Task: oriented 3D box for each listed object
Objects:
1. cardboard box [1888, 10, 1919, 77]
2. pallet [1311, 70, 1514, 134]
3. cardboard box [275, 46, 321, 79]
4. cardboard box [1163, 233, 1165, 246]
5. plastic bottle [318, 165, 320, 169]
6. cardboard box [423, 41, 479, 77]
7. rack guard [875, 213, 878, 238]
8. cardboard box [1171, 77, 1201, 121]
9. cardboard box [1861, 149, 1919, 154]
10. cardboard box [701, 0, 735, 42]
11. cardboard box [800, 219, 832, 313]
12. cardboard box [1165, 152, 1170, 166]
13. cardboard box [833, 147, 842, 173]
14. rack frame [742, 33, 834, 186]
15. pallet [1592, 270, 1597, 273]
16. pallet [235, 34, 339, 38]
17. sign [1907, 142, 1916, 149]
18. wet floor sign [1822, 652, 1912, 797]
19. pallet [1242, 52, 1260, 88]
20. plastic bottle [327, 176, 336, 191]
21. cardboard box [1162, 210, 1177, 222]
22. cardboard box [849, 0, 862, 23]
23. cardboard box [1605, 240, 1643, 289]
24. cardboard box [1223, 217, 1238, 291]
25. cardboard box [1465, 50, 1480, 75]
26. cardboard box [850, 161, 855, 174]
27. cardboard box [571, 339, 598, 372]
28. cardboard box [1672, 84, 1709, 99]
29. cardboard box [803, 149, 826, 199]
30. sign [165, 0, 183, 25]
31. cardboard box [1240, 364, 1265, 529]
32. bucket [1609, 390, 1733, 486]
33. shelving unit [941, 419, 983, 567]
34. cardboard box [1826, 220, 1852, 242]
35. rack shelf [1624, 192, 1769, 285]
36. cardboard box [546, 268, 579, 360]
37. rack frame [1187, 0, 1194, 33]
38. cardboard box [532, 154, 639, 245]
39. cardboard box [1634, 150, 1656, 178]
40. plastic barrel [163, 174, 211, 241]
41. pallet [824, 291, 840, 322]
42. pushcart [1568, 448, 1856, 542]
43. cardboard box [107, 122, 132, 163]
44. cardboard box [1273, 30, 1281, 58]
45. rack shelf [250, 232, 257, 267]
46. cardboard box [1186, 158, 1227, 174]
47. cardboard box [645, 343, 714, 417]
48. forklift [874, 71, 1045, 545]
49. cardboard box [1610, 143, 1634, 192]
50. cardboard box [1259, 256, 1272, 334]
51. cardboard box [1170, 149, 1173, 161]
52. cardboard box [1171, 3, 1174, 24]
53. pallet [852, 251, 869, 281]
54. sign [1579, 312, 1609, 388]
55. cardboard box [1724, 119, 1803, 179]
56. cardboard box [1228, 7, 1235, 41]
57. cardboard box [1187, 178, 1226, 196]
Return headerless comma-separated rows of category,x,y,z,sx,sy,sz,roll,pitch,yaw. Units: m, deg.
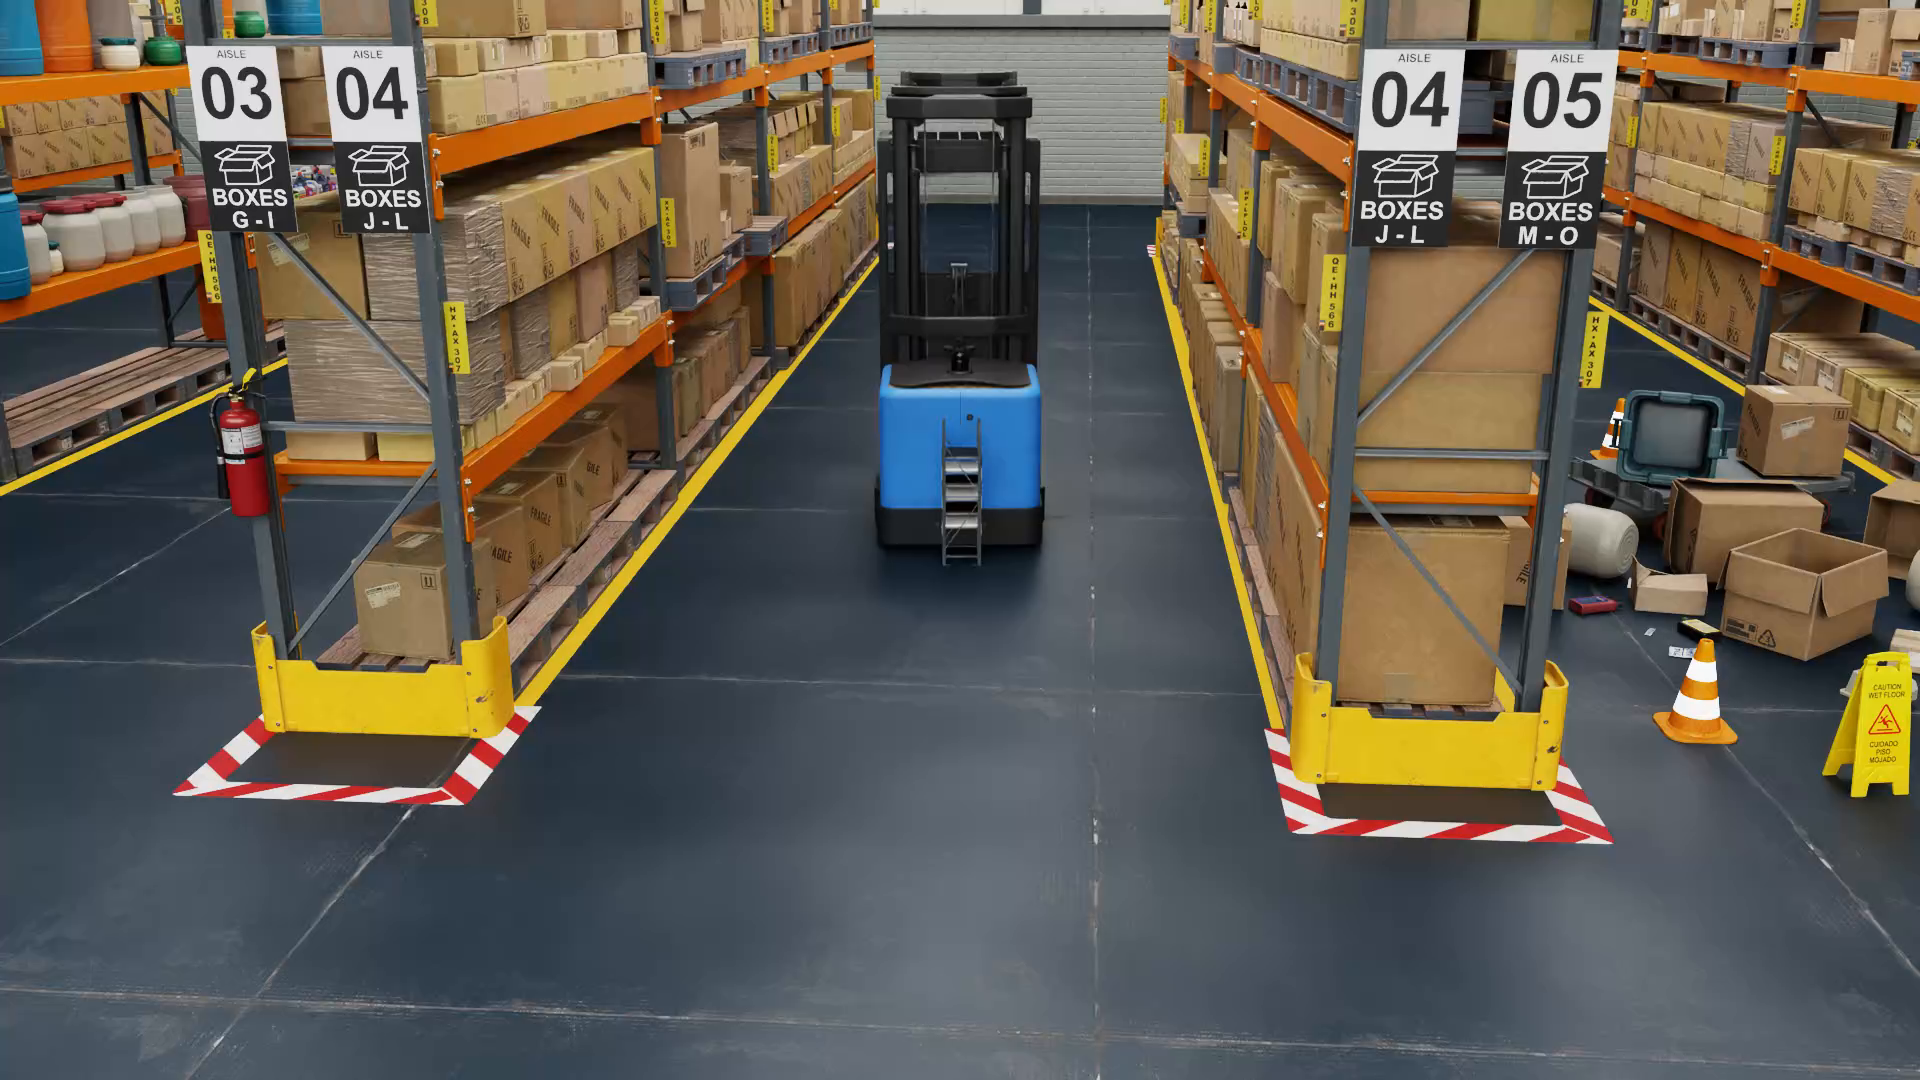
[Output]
cardboard box,7.564,-3.776,12.645,0.797,0.503,0.637,1,18,4
pallet,2.170,-1.984,7.485,1.003,0.211,1.213,1,18,4
cardboard box,-3.104,-2.149,7.447,0.380,0.149,0.250,1,18,4
cardboard box,2.917,-4.028,22.304,0.380,0.149,0.250,2,18,5
plastic bottle,-7.345,-4.190,19.080,0.061,0.283,0.133,1,18,4
cardboard box,-2.447,-2.214,7.647,0.380,0.149,0.250,2,18,5
rack guard,-1.664,-4.301,23.246,1.175,0.500,0.348,1,18,4
cardboard box,2.855,-5.393,20.322,0.500,0.500,0.500,1,18,2
cardboard box,7.890,-3.016,13.999,0.500,0.500,0.500,1,18,2
cardboard box,-2.101,-4.240,13.266,0.500,0.500,0.500,2,18,5
cardboard box,-2.042,-2.952,17.853,1.225,0.875,0.875,1,18,2
cardboard box,2.874,-4.964,21.659,0.380,0.149,0.250,1,18,2
cardboard box,-1.658,-4.449,19.447,0.500,0.250,0.500,1,18,3
rack frame,-1.953,-4.239,19.042,1.000,3.000,0.127,1,18,4
pallet,8.149,-3.307,20.676,1.003,0.211,1.213,1,18,4
pallet,-6.930,-5.087,17.117,1.003,0.211,1.213,1,18,4
sign,8.187,-3.279,14.380,0.100,0.325,0.005,1,18,4
wet floor sign,4.100,0.802,7.439,0.267,0.644,0.232,-2,18,-6
pallet,2.430,-3.233,11.461,0.805,0.209,1.217,1,18,2
plastic bottle,-6.658,-3.708,17.608,0.061,0.283,0.133,1,18,4
cardboard box,2.898,-4.312,22.213,0.380,0.149,0.250,0,18,1
cardboard box,-1.650,-7.039,21.774,0.700,0.500,0.500,0,18,1
cardboard box,8.084,-3.192,19.289,0.875,0.438,0.875,1,18,3
cardboard box,2.257,-2.142,12.481,0.500,0.500,0.500,1,18,4
cardboard box,2.507,-2.179,7.508,0.380,0.149,0.250,1,18,4
cardboard box,-1.507,-4.607,20.568,0.380,0.149,0.250,1,18,5
cardboard box,-2.371,-1.096,9.854,0.380,0.149,0.250,1,18,4
cardboard box,8.216,-5.021,18.621,0.380,0.149,0.250,2,18,5
cardboard box,-1.756,-3.982,18.096,0.500,0.500,0.500,2,18,6
sign,-3.365,-2.377,7.120,0.100,0.325,0.005,1,18,4
cardboard box,2.299,-0.608,10.700,0.875,0.875,0.875,2,18,5
bucket,4.704,-0.685,11.013,0.726,0.611,0.620,8,10,23
shelving unit,0.010,-0.294,10.375,0.258,0.900,0.210,0,18,-1
cardboard box,7.277,-2.503,13.473,0.380,0.149,0.250,1,18,4
rack shelf,7.788,-3.055,16.584,1.077,0.370,4.000,1,18,4
cardboard box,-2.704,-1.338,9.552,0.875,0.500,0.500,1,18,4
rack frame,2.987,-6.948,17.675,1.000,3.000,0.127,1,18,4
cardboard box,-2.319,-2.117,10.323,0.500,0.500,0.500,1,18,4
cardboard box,7.619,-4.054,17.915,0.500,0.250,0.500,1,18,2
plastic barrel,-6.911,-3.021,15.107,0.600,0.536,0.708,1,18,4
pallet,-1.933,-2.673,18.740,1.003,0.211,1.213,1,18,4
pushcart,5.081,-0.322,11.301,1.648,0.377,0.936,-5,19,-15
cardboard box,-11.382,-5.290,22.089,0.500,0.500,0.500,1,18,4
cardboard box,1.994,-2.824,9.476,0.380,0.149,0.250,1,18,3
rack shelf,-7.036,-3.387,17.596,1.077,0.370,4.000,1,18,4
cardboard box,2.299,-3.458,15.432,0.380,0.149,0.250,1,18,3
cardboard box,-2.368,-1.287,13.342,0.700,0.500,0.500,0,18,-1
forklift,-0.011,-1.765,11.603,1.130,2.935,3.031,0,18,-1
cardboard box,7.710,-4.215,18.809,0.500,0.500,0.500,1,18,4
cardboard box,2.399,-1.569,10.652,0.875,0.550,0.550,1,18,4
cardboard box,2.500,-4.206,18.194,0.380,0.149,0.250,2,18,5
cardboard box,2.983,-6.797,21.471,0.500,0.250,0.500,2,18,5
pallet,-1.735,-3.528,21.352,1.003,0.211,1.213,1,18,4
sign,2.680,-0.805,7.044,0.100,0.325,0.005,1,18,4
cardboard box,7.450,-3.624,15.399,0.500,0.500,0.500,2,18,5
cardboard box,2.393,-4.080,13.147,0.500,0.250,0.500,2,18,5
cardboard box,2.282,-3.240,15.244,0.380,0.149,0.250,2,18,5
